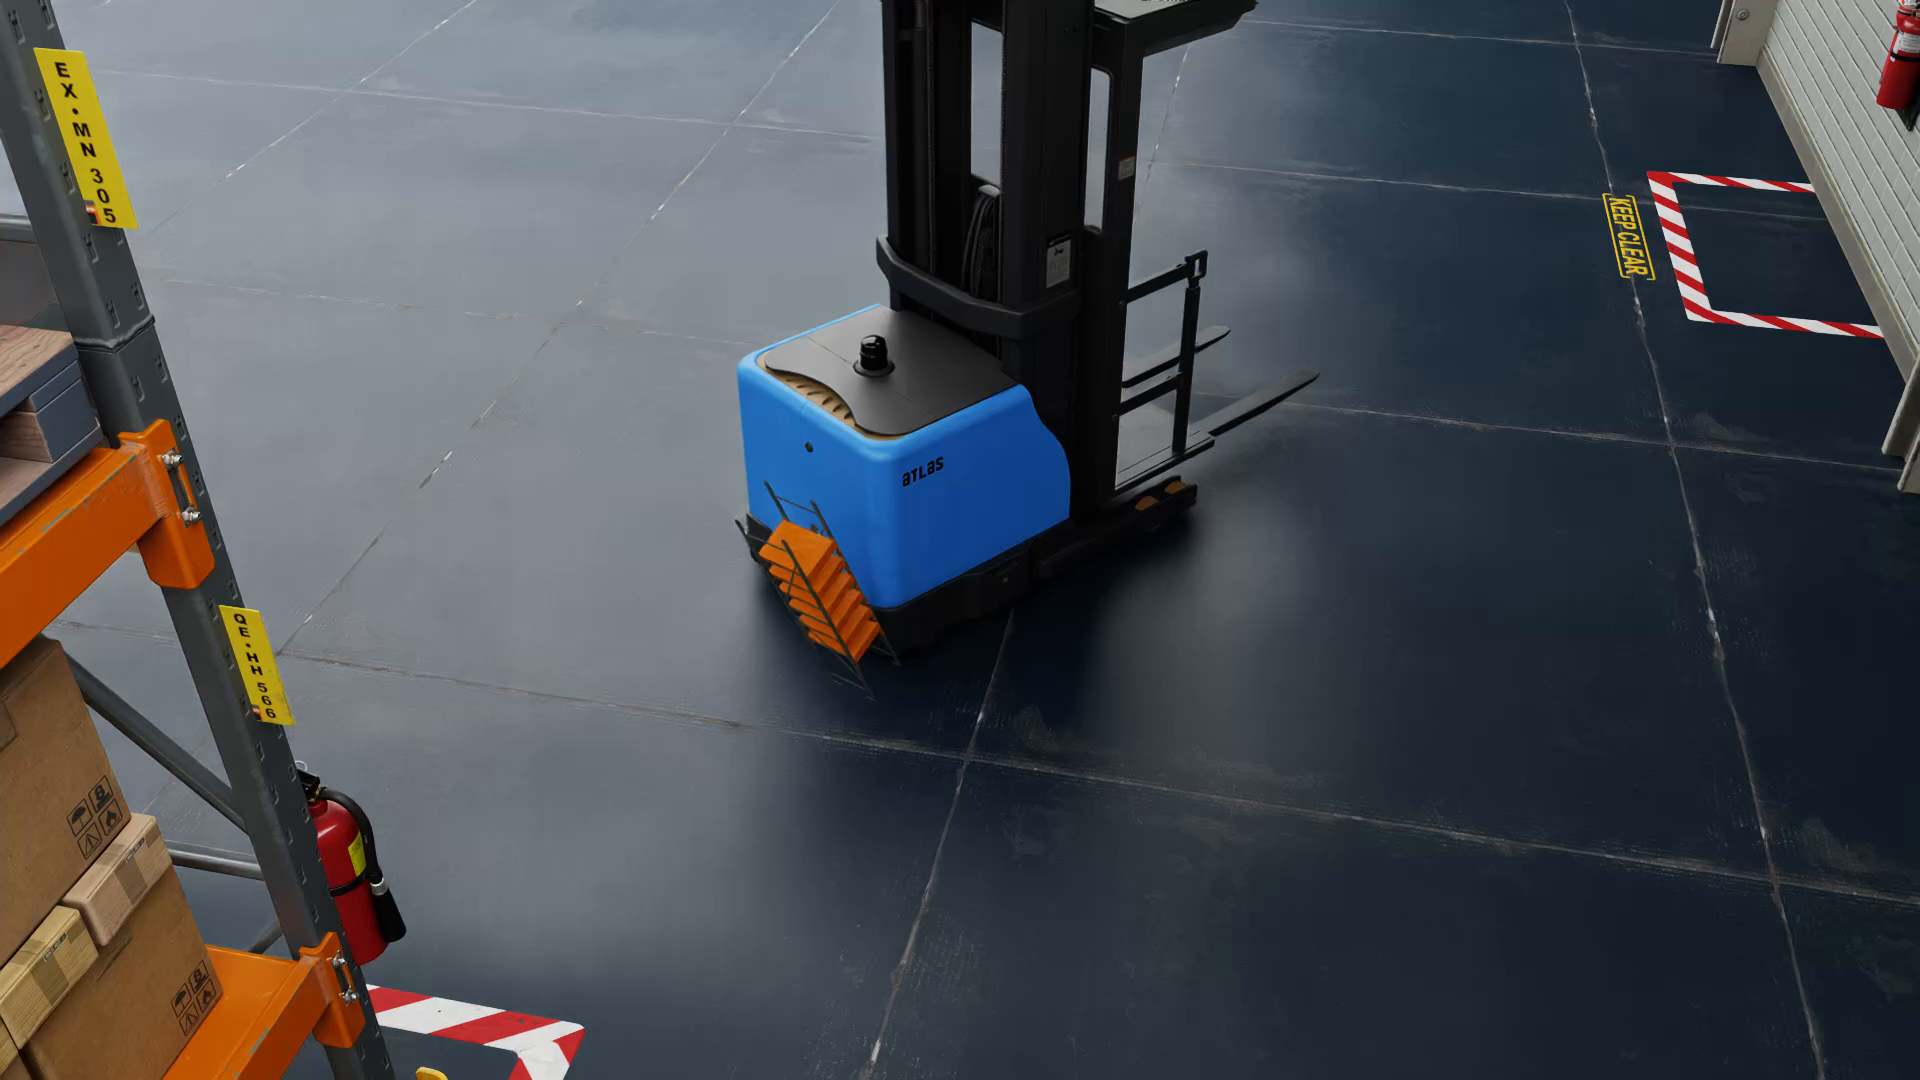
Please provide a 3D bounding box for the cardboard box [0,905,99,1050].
[{"bbox_3d":[-2.010,0.855,3.376,0.380,0.149,0.250,8,37,11],"label":"cardboard box"}]

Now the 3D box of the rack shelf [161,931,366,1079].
[{"bbox_3d":[-2.487,2.203,2.767,1.077,0.370,4.000,7,37,10],"label":"rack shelf"}]

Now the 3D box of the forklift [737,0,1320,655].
[{"bbox_3d":[0.491,-1.433,7.230,3.031,2.935,1.130,-27,44,-32],"label":"forklift"}]

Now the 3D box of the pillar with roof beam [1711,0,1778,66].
[{"bbox_3d":[1.833,-7.954,11.057,9.100,9.000,0.400,7,37,10],"label":"pillar with roof beam"}]

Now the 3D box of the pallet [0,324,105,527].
[{"bbox_3d":[-2.236,-0.011,2.729,1.003,0.211,1.213,7,37,10],"label":"pallet"}]

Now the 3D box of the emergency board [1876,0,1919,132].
[{"bbox_3d":[5.322,-2.958,9.275,0.194,1.169,0.643,7,37,10],"label":"emergency board"}]

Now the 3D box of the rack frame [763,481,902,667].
[{"bbox_3d":[-0.478,0.156,6.468,0.240,1.200,0.006,22,65,28],"label":"rack frame"}]

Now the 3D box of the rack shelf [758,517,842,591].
[{"bbox_3d":[-0.599,0.052,6.181,0.258,0.103,0.180,22,65,28],"label":"rack shelf"}]

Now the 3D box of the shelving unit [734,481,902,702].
[{"bbox_3d":[-0.527,0.226,6.434,0.258,1.200,0.189,22,65,28],"label":"shelving unit"}]

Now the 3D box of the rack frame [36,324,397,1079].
[{"bbox_3d":[-2.060,0.765,4.138,1.000,3.000,0.127,7,37,10],"label":"rack frame"}]

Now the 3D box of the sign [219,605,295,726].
[{"bbox_3d":[-1.533,0.277,3.624,0.100,0.325,0.005,7,37,10],"label":"sign"}]

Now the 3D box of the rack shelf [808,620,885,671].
[{"bbox_3d":[-0.461,0.382,6.663,0.258,0.103,0.180,22,65,28],"label":"rack shelf"}]

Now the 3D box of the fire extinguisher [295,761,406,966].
[{"bbox_3d":[-1.581,0.787,4.174,0.296,0.674,0.183,7,37,10],"label":"fire extinguisher"}]

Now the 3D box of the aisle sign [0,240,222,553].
[{"bbox_3d":[-1.759,-0.288,3.376,0.394,0.787,0.004,7,37,10],"label":"aisle sign"}]

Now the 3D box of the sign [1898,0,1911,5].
[{"bbox_3d":[5.541,-3.276,9.684,0.001,0.329,0.234,7,37,10],"label":"sign"}]

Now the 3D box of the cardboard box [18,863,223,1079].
[{"bbox_3d":[-2.172,0.991,3.741,0.700,0.500,0.500,7,37,10],"label":"cardboard box"}]

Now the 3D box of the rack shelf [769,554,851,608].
[{"bbox_3d":[-0.572,0.118,6.277,0.258,0.103,0.180,22,65,28],"label":"rack shelf"}]

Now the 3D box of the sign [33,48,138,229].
[{"bbox_3d":[-1.533,-0.700,2.916,0.100,0.325,0.005,7,37,10],"label":"sign"}]

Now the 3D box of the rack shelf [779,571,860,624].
[{"bbox_3d":[-0.544,0.184,6.374,0.258,0.103,0.180,22,65,28],"label":"rack shelf"}]

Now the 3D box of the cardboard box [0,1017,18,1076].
[{"bbox_3d":[-2.065,1.002,3.173,0.380,0.149,0.250,7,36,9],"label":"cardboard box"}]

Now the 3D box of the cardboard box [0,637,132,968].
[{"bbox_3d":[-2.184,0.496,3.319,0.700,0.500,0.500,7,37,10],"label":"cardboard box"}]

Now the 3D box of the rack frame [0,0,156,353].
[{"bbox_3d":[-2.060,-1.664,2.377,1.000,3.000,0.127,7,37,10],"label":"rack frame"}]

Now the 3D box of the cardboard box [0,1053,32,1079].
[{"bbox_3d":[-2.280,1.293,3.325,0.700,0.500,0.500,8,37,11],"label":"cardboard box"}]

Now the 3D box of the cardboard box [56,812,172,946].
[{"bbox_3d":[-1.956,0.705,3.583,0.380,0.149,0.250,7,36,9],"label":"cardboard box"}]

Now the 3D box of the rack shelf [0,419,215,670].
[{"bbox_3d":[-2.487,0.989,1.887,1.077,0.370,4.000,7,37,10],"label":"rack shelf"}]

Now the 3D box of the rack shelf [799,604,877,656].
[{"bbox_3d":[-0.489,0.316,6.566,0.258,0.103,0.180,22,65,28],"label":"rack shelf"}]

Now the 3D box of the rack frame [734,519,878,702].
[{"bbox_3d":[-0.575,0.295,6.400,0.240,1.200,0.006,22,65,28],"label":"rack frame"}]

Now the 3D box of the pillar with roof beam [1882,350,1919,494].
[{"bbox_3d":[0.552,-4.515,6.311,9.100,9.000,0.400,7,37,10],"label":"pillar with roof beam"}]

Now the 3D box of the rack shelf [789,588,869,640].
[{"bbox_3d":[-0.516,0.250,6.470,0.258,0.103,0.180,22,65,28],"label":"rack shelf"}]

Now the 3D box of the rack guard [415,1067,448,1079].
[{"bbox_3d":[-2.055,1.764,4.890,1.175,0.500,0.348,7,37,10],"label":"rack guard"}]
